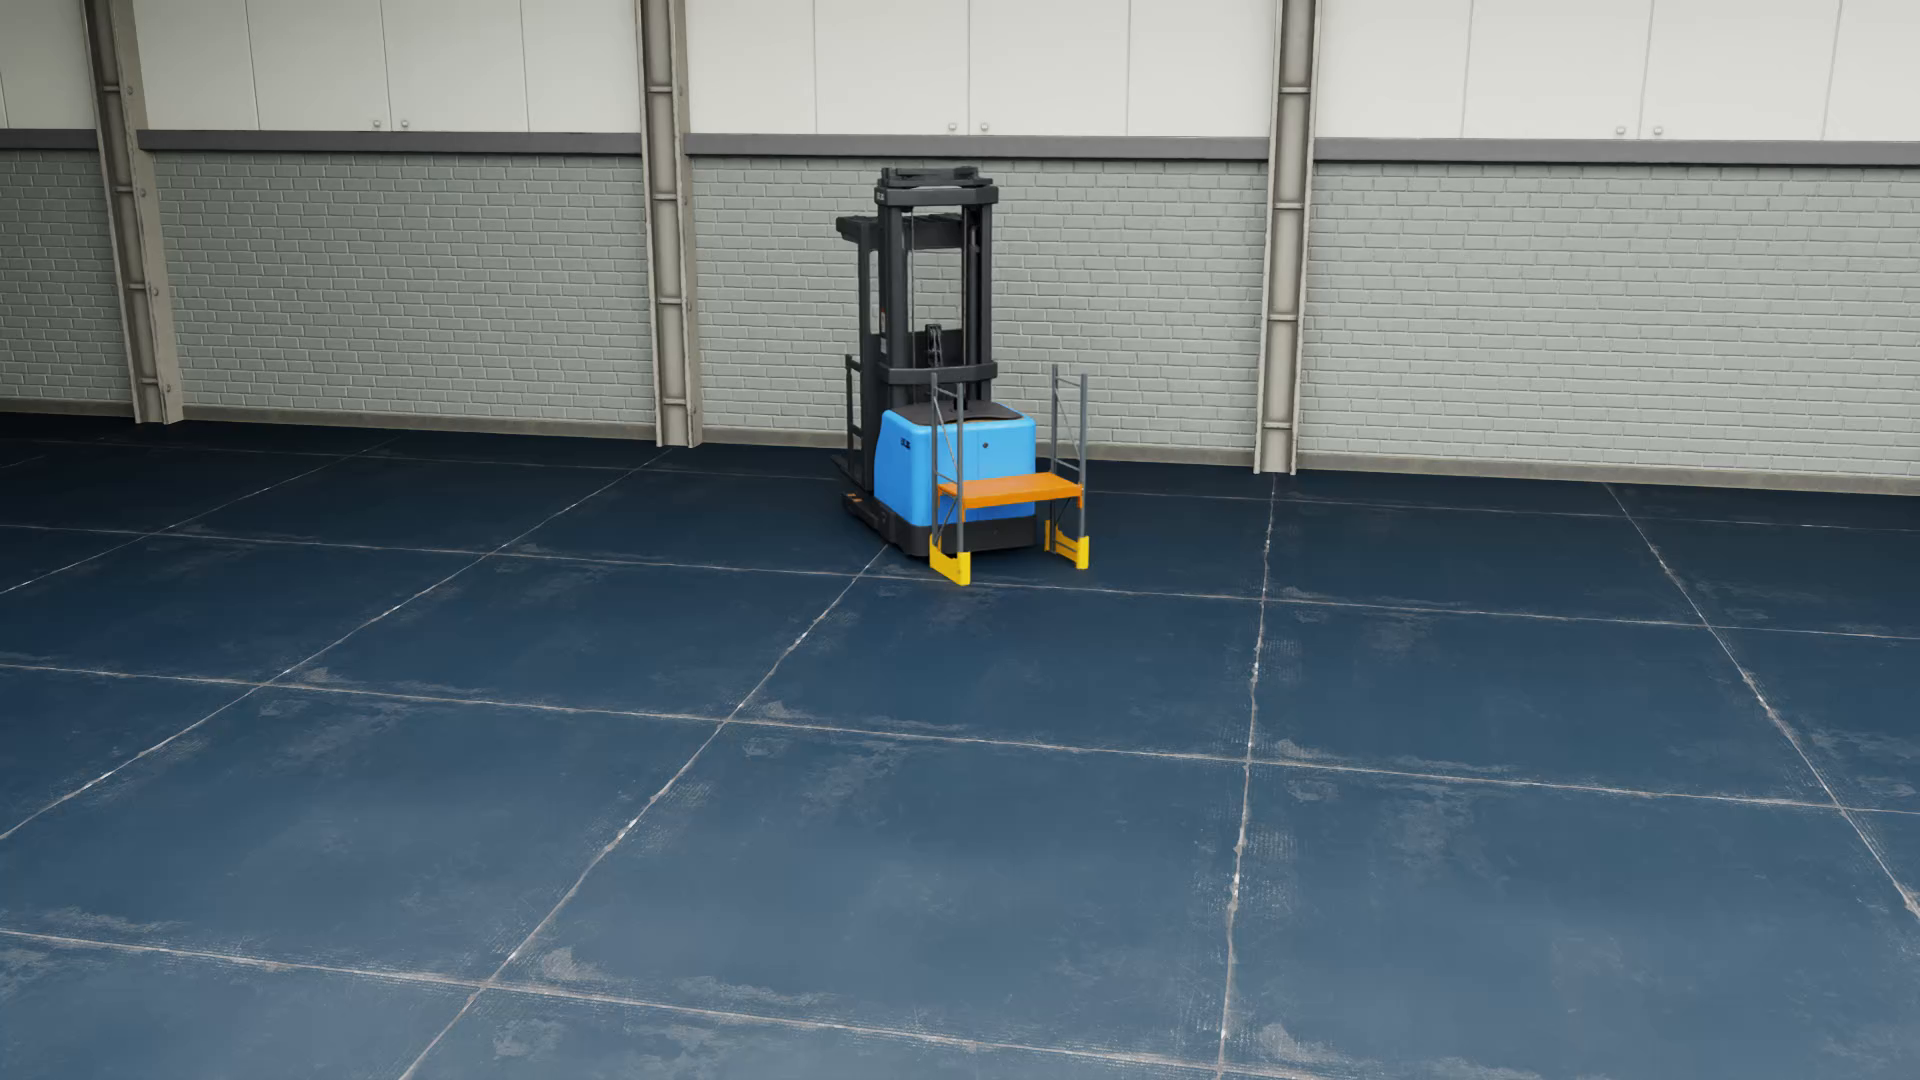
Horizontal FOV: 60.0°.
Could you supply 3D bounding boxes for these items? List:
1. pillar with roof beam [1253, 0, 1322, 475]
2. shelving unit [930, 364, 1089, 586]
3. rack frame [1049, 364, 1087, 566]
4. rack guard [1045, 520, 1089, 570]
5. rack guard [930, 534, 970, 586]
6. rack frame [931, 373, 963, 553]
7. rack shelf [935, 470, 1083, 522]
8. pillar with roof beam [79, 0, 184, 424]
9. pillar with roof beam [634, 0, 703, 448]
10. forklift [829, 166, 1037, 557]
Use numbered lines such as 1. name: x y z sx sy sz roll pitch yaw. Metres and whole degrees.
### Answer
1. pillar with roof beam: 2.153 -3.876 10.627 0.400 9.000 9.100 3 16 11
2. shelving unit: 0.374 -0.513 12.535 1.083 1.500 0.587 -7 17 -24
3. rack frame: 0.826 -0.569 12.738 0.032 1.500 0.500 -7 17 -24
4. rack guard: 0.825 0.033 12.904 0.087 0.250 0.587 -7 17 -24
5. rack guard: -0.078 0.145 12.500 0.087 0.250 0.587 -7 17 -24
6. rack frame: -0.096 -0.455 12.325 0.032 1.500 0.500 -7 17 -24
7. rack shelf: 0.365 -0.339 12.579 1.000 0.185 0.538 -7 17 -24
8. pillar with roof beam: -9.607 -4.514 12.931 0.400 9.000 9.100 3 16 11
9. pillar with roof beam: -3.727 -4.195 11.779 0.400 9.000 9.100 3 16 11
10. forklift: -0.380 -1.635 13.904 1.130 2.935 3.031 -6 16 -19
